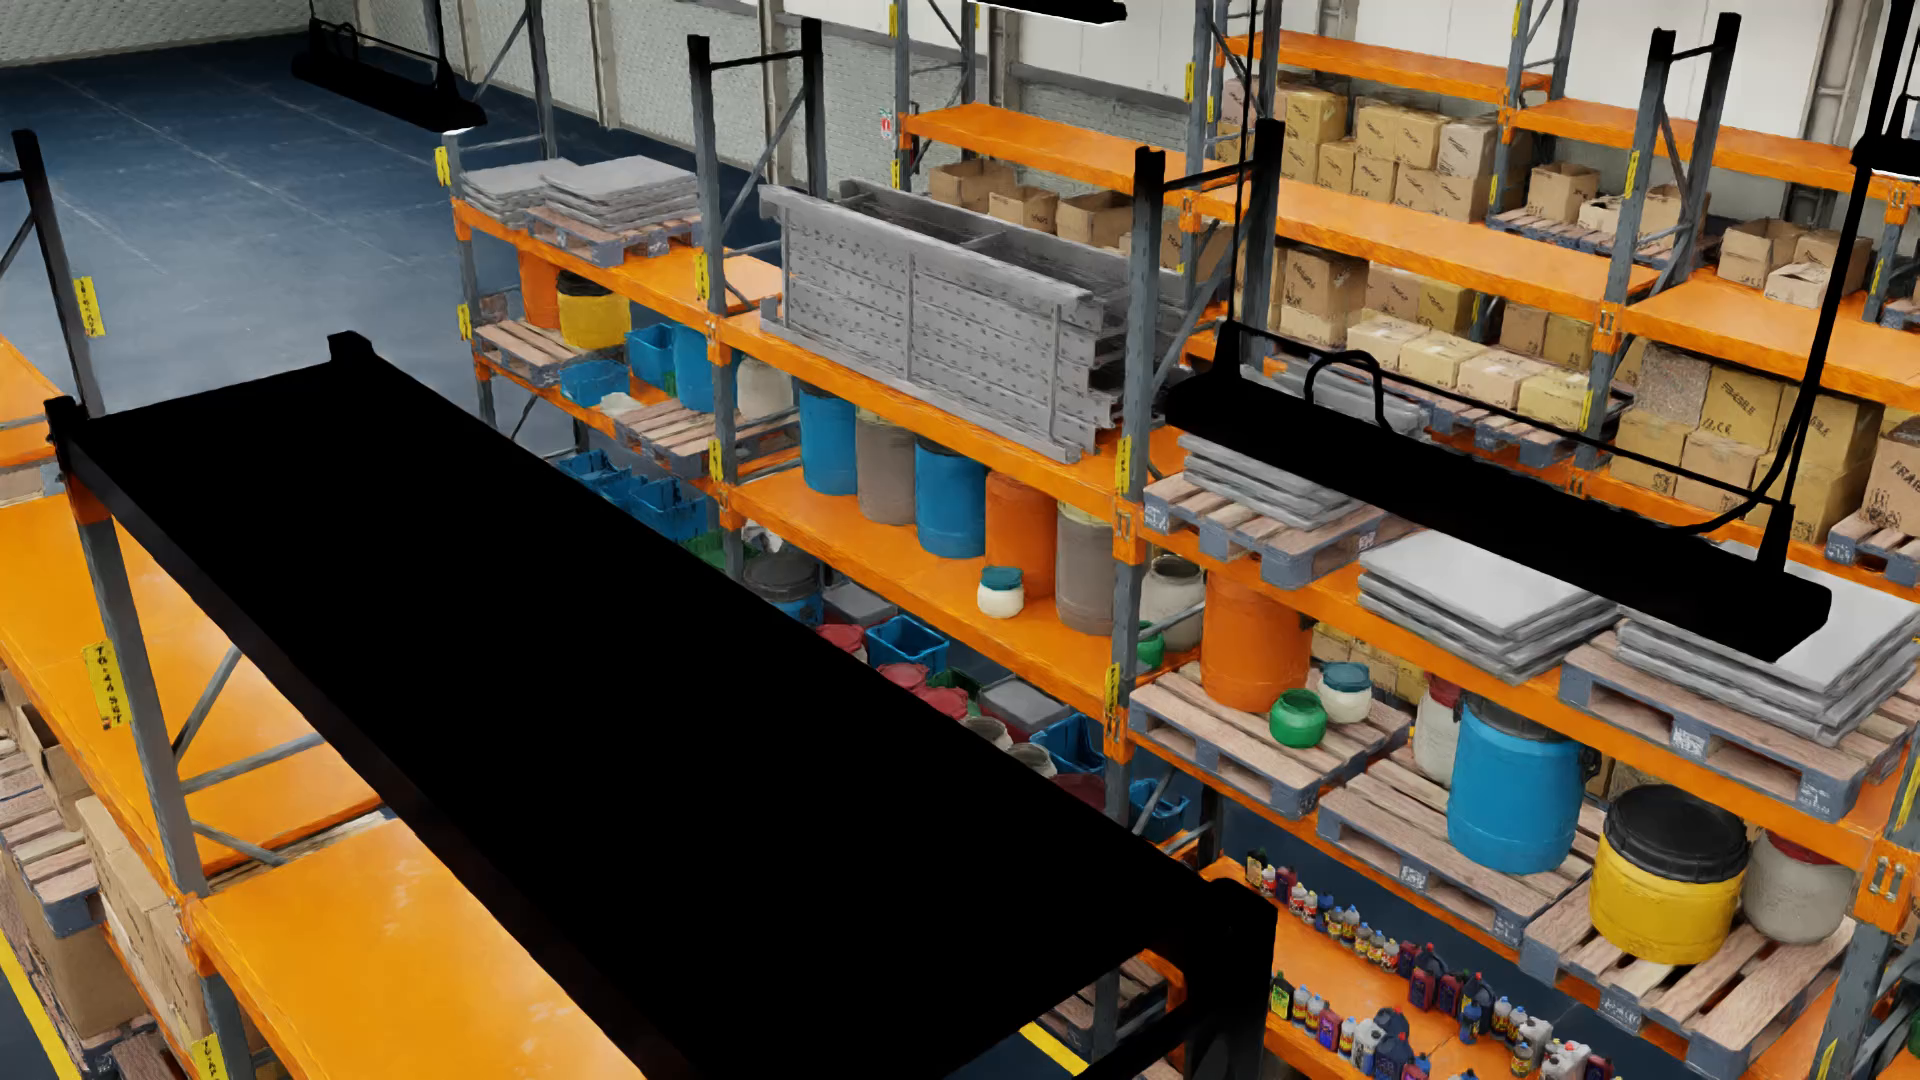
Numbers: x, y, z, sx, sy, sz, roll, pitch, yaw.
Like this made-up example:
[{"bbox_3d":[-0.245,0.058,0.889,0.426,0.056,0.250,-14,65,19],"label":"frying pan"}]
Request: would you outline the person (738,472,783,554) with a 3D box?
[{"bbox_3d":[-1.997,-0.222,16.094,0.553,1.708,1.123,-20,33,-34],"label":"person"}]
